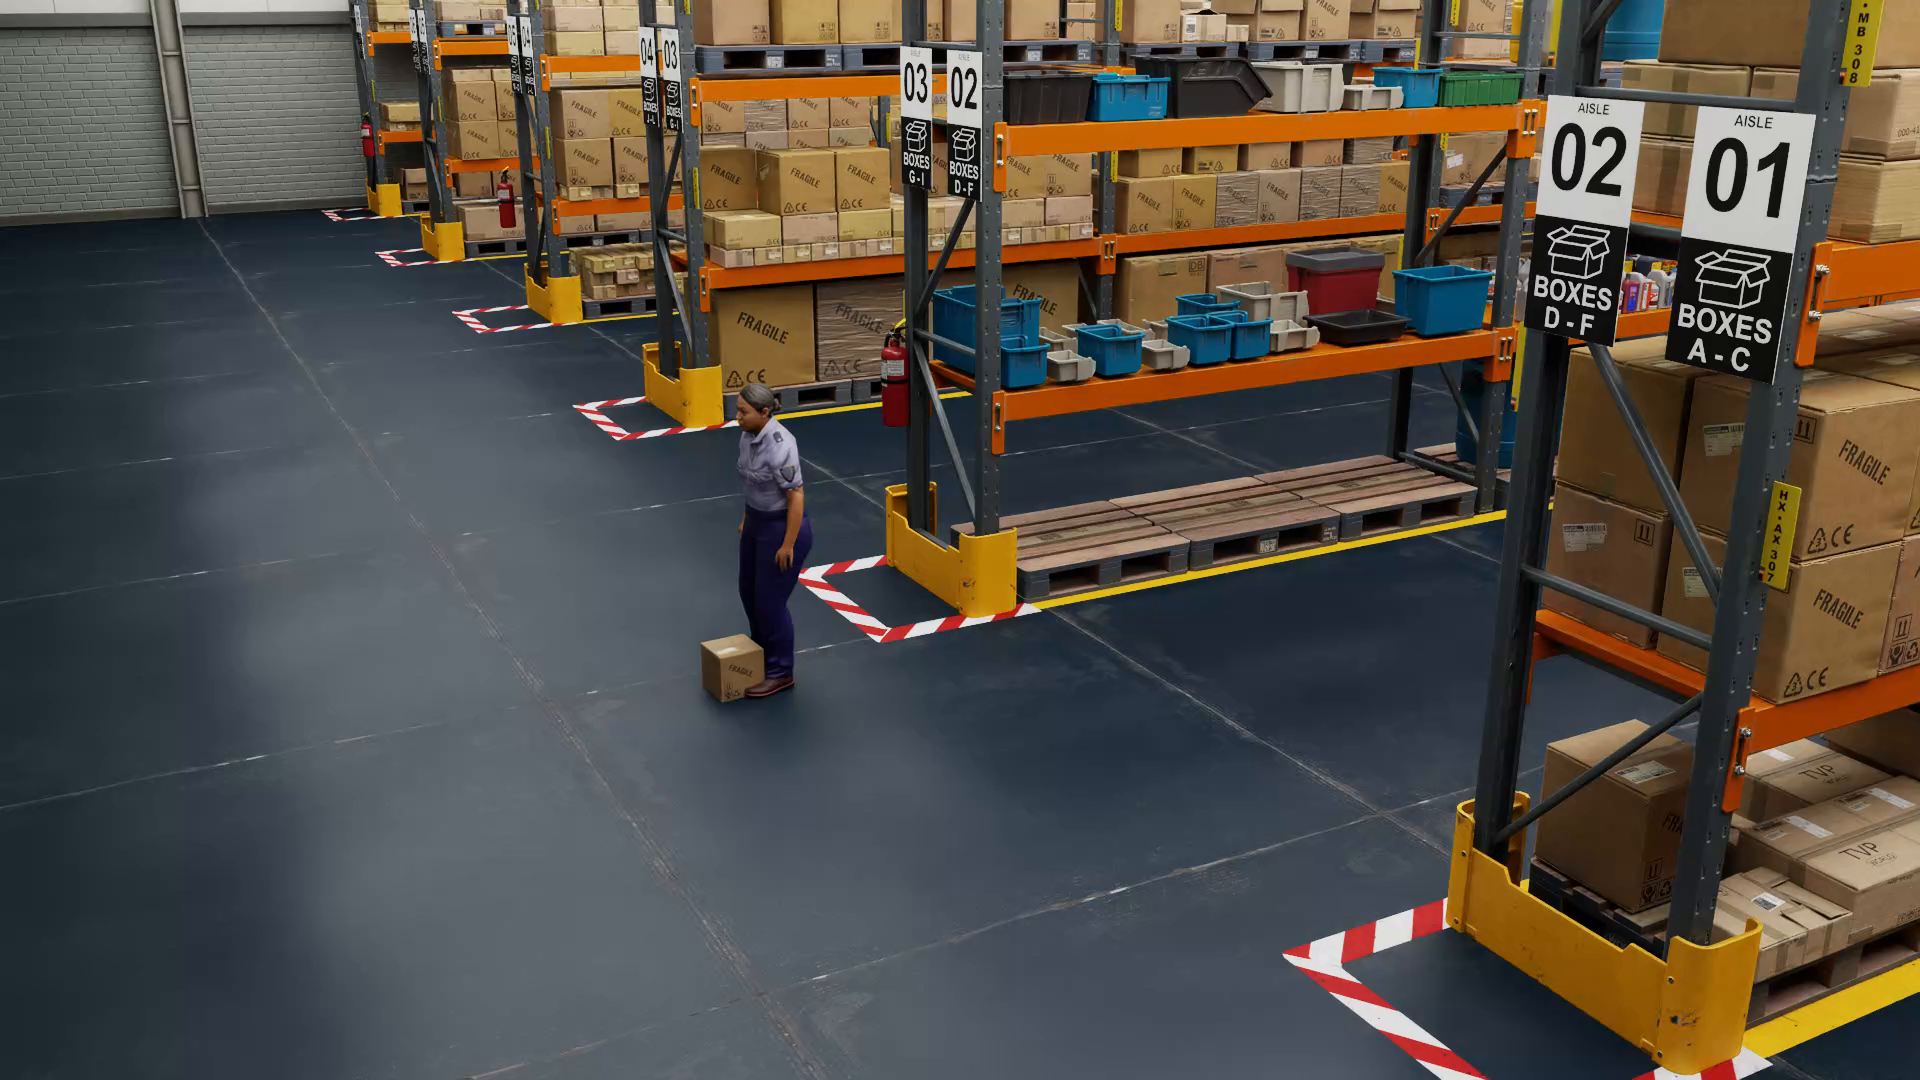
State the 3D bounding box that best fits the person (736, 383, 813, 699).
[{"bbox_3d":[-1.014,-0.021,8.642,0.427,1.647,0.562,-11,22,-30],"label":"person"}]
